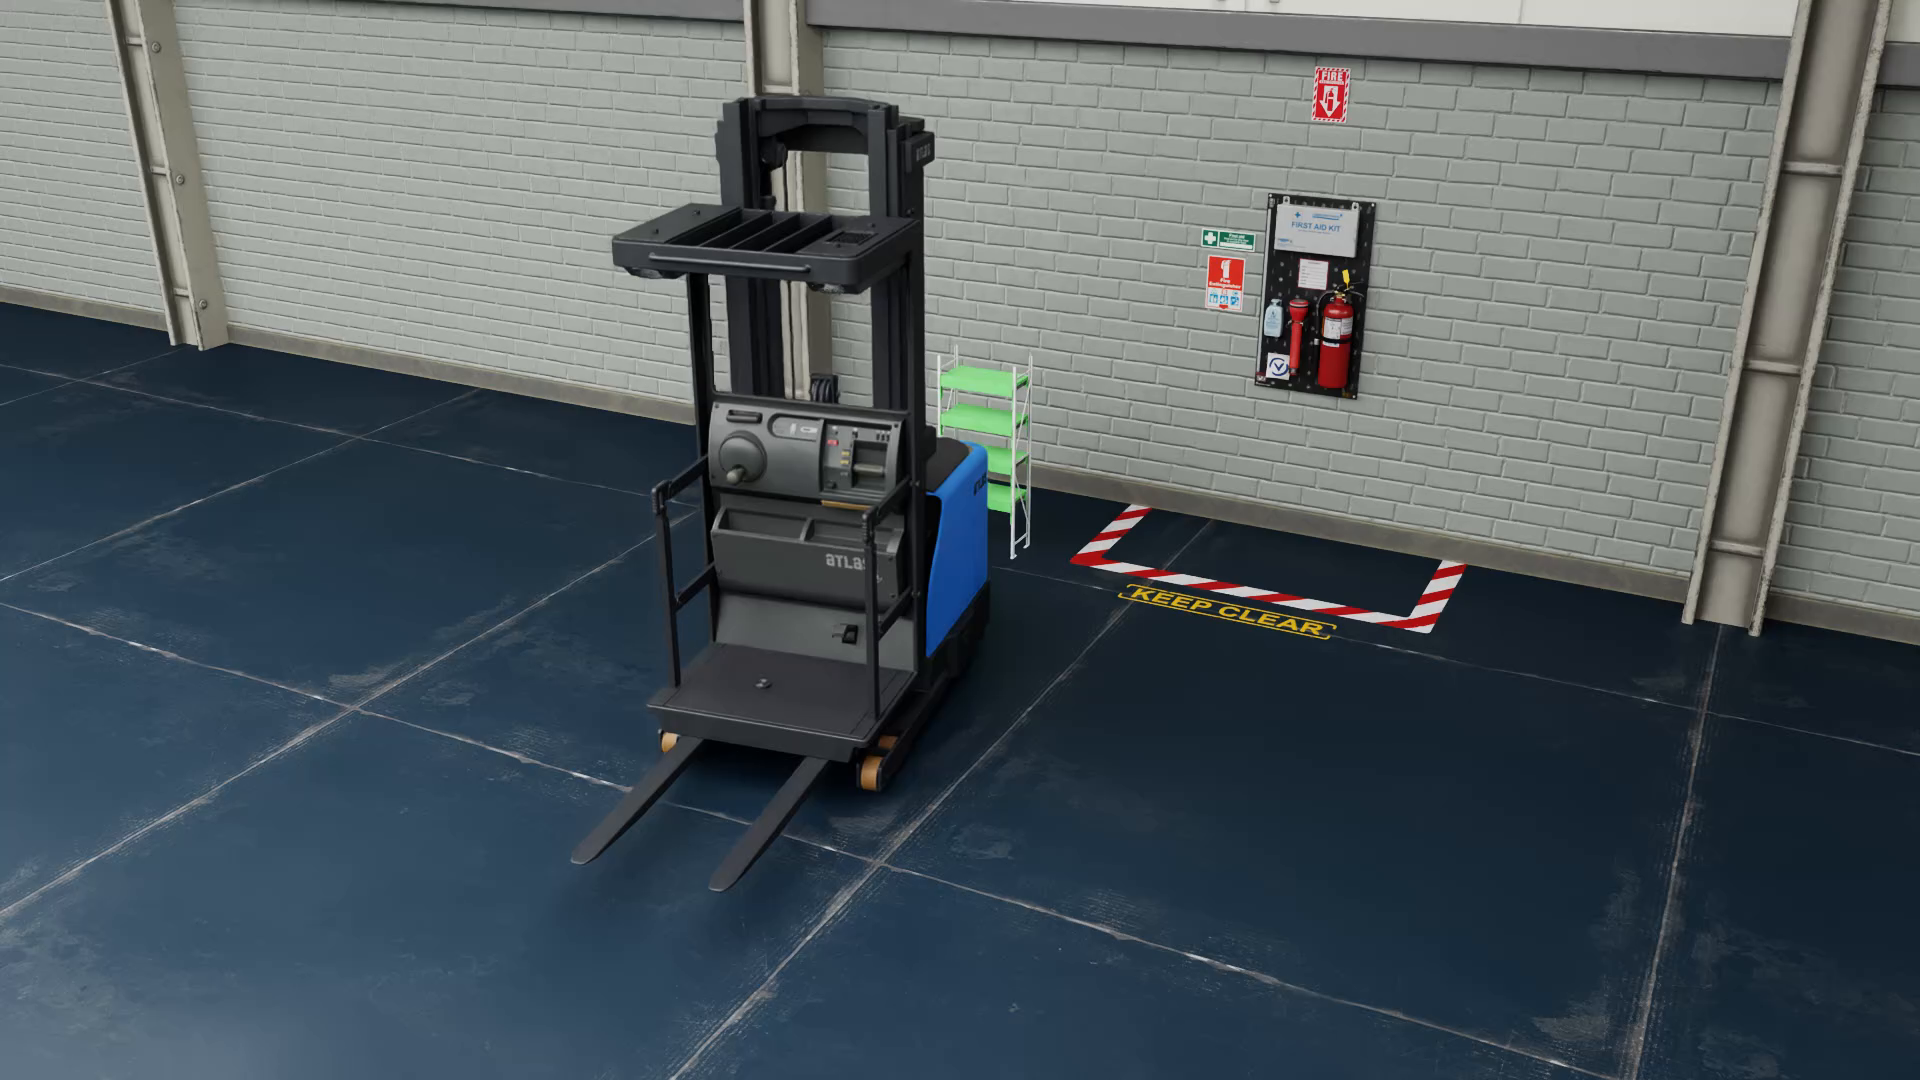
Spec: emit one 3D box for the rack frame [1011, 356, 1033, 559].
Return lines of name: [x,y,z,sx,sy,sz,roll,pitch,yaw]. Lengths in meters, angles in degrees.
rack frame: [0.365,-0.480,9.845,0.015,1.200,0.240,11,25,25]

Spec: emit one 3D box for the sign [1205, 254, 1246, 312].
sign: [1.594,-1.544,10.002,0.234,0.329,0.001,11,25,25]

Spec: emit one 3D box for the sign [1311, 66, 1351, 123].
sign: [2.079,-2.497,9.326,0.199,0.298,0.001,11,25,25]

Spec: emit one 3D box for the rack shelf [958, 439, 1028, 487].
rack shelf: [0.148,-0.464,9.971,0.480,0.148,0.258,11,25,25]

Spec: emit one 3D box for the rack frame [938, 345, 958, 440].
rack frame: [-0.070,-0.566,10.048,0.015,1.200,0.240,11,25,25]

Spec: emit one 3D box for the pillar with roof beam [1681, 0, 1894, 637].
pillar with roof beam: [2.287,-2.201,3.927,0.400,9.000,9.100,11,25,25]

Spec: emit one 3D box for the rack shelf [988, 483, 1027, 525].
rack shelf: [0.148,-0.243,10.065,0.480,0.148,0.258,11,25,25]

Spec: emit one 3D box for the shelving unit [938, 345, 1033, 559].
shelving unit: [0.148,-0.523,9.946,0.503,1.200,0.258,11,25,25]

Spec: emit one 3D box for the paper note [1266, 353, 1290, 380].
paper note: [1.914,-1.044,9.997,0.142,0.148,0.016,11,25,25]

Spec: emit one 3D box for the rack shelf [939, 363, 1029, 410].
rack shelf: [0.148,-0.906,9.784,0.480,0.148,0.258,11,25,25]

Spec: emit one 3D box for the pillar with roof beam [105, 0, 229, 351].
pillar with roof beam: [-8.422,-4.320,8.910,0.400,9.000,9.100,11,25,25]

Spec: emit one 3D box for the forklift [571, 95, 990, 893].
forklift: [-0.776,-0.380,7.399,1.130,2.935,3.031,7,24,16]

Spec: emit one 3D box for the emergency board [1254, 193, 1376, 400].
emergency board: [2.041,-1.394,9.694,0.643,1.169,0.194,11,25,25]

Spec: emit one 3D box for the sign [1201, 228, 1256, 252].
sign: [1.594,-1.784,9.889,0.331,0.109,0.001,11,25,25]

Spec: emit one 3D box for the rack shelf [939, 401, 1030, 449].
rack shelf: [0.148,-0.685,9.878,0.480,0.148,0.258,11,25,25]

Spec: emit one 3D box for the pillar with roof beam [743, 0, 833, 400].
pillar with roof beam: [-3.068,-3.261,6.419,0.400,9.000,9.100,11,25,25]
